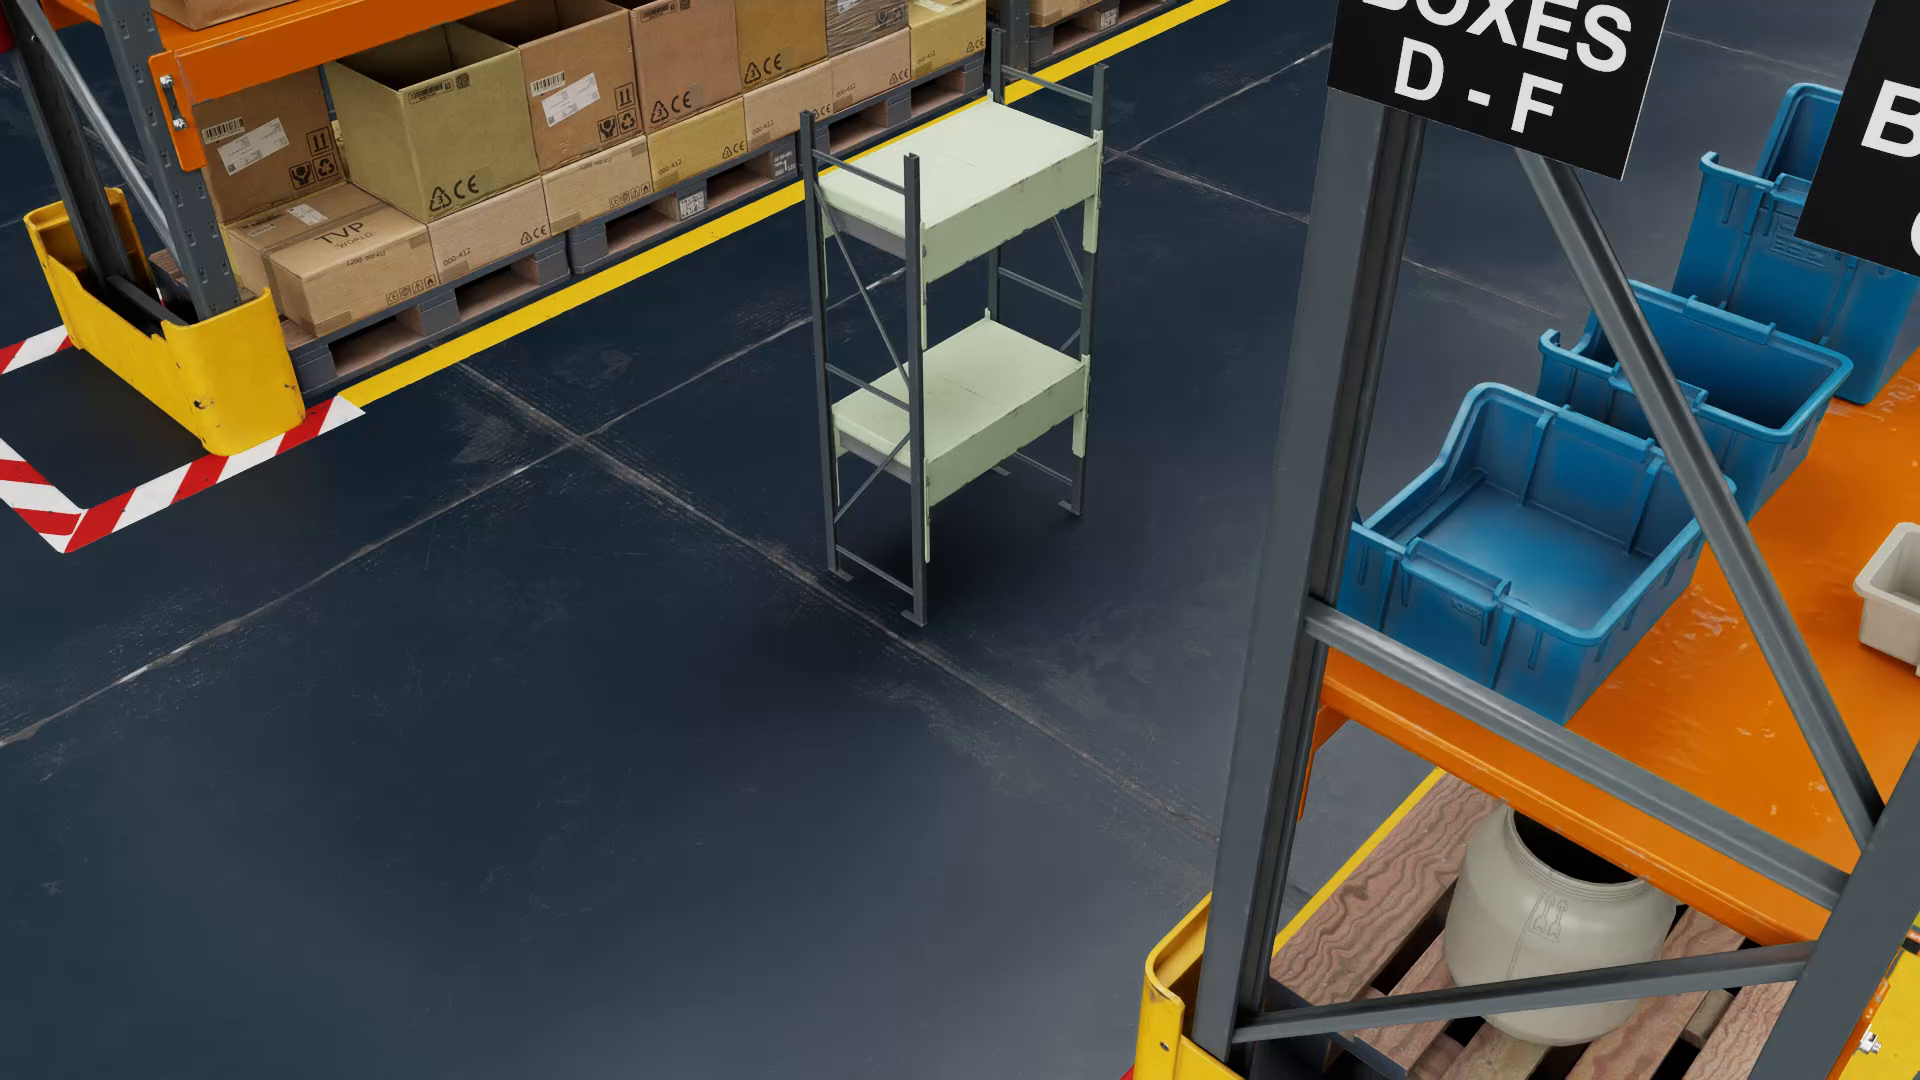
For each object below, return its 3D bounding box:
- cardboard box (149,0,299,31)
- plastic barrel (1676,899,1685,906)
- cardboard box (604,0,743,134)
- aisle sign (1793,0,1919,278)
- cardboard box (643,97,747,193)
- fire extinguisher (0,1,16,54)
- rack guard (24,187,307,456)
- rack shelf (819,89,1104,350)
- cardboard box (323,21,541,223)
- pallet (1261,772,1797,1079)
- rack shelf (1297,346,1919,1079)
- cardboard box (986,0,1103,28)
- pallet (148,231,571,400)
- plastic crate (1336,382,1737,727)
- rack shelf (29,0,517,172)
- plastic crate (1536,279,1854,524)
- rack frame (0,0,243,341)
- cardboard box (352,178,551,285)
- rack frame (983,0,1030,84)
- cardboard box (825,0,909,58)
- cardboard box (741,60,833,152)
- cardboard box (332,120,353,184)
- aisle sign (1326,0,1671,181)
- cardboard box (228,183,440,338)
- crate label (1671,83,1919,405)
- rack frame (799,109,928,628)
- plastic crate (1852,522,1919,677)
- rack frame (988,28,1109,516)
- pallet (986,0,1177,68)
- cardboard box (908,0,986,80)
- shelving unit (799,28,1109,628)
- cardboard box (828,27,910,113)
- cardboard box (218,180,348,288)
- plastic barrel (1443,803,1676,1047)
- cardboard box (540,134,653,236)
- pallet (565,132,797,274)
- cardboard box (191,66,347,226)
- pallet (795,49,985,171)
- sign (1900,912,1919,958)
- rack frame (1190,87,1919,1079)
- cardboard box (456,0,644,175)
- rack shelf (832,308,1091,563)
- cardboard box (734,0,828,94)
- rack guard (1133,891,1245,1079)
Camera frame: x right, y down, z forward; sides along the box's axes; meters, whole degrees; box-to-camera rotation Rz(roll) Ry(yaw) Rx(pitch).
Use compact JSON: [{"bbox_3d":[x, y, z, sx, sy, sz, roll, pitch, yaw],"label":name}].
[{"bbox_3d":[-2.451,-2.022,5.303,0.700,0.500,0.500,30,47,32],"label":"cardboard box"},{"bbox_3d":[1.604,0.552,3.807,0.421,0.512,0.421,0,38,0],"label":"plastic barrel"},{"bbox_3d":[-1.236,-1.997,6.620,0.500,0.500,0.500,30,47,32],"label":"cardboard box"},{"bbox_3d":[1.046,-0.554,1.448,0.394,0.787,0.004,30,47,32],"label":"aisle sign"},{"bbox_3d":[-1.236,-1.704,6.854,0.500,0.250,0.500,30,47,32],"label":"cardboard box"},{"bbox_3d":[-3.198,-1.885,5.272,0.296,0.674,0.183,30,47,32],"label":"fire extinguisher"},{"bbox_3d":[-2.792,-0.785,5.835,1.175,0.500,0.348,30,47,32],"label":"rack guard"},{"bbox_3d":[-0.004,-0.889,4.536,0.431,0.370,0.720,30,47,32],"label":"rack shelf"},{"bbox_3d":[-1.914,-1.539,6.045,0.500,0.500,0.500,30,47,32],"label":"cardboard box"},{"bbox_3d":[1.447,0.973,3.856,1.003,0.211,1.213,30,47,32],"label":"pallet"},{"bbox_3d":[2.228,-0.330,3.833,1.077,0.370,4.000,30,47,32],"label":"rack shelf"},{"bbox_3d":[0.378,-2.781,8.209,0.500,0.250,0.500,28,47,31],"label":"cardboard box"},{"bbox_3d":[-2.290,-1.052,6.403,1.003,0.211,1.213,30,47,32],"label":"pallet"},{"bbox_3d":[0.995,0.010,2.947,0.499,0.251,0.616,30,47,32],"label":"plastic crate"},{"bbox_3d":[-1.426,-2.411,6.450,1.077,0.370,4.000,30,47,32],"label":"rack shelf"},{"bbox_3d":[1.437,-0.286,3.319,0.499,0.251,0.408,30,47,32],"label":"plastic crate"},{"bbox_3d":[-2.775,-1.774,5.071,1.000,3.000,0.127,30,47,32],"label":"rack frame"},{"bbox_3d":[-1.915,-1.246,6.279,0.500,0.250,0.500,30,47,32],"label":"cardboard box"},{"bbox_3d":[-0.077,-3.612,7.382,1.000,3.000,0.127,30,47,32],"label":"rack frame"},{"bbox_3d":[-0.574,-2.464,7.208,0.500,0.500,0.500,30,47,32],"label":"cardboard box"},{"bbox_3d":[-0.899,-1.934,7.143,0.500,0.250,0.500,30,47,32],"label":"cardboard box"},{"bbox_3d":[-2.303,-1.467,6.557,0.500,0.250,0.500,30,47,32],"label":"cardboard box"},{"bbox_3d":[0.611,-0.802,1.759,0.394,0.787,0.004,30,47,32],"label":"aisle sign"},{"bbox_3d":[-2.249,-1.015,5.988,0.500,0.250,0.500,30,47,32],"label":"cardboard box"},{"bbox_3d":[1.920,-0.665,3.648,0.502,0.435,0.616,30,47,32],"label":"crate label"},{"bbox_3d":[-0.251,-0.416,4.568,0.400,1.500,0.023,30,47,32],"label":"rack frame"},{"bbox_3d":[1.720,0.135,2.882,0.298,0.136,0.250,30,47,32],"label":"plastic crate"},{"bbox_3d":[0.242,-0.752,4.991,0.400,1.500,0.023,30,47,32],"label":"rack frame"},{"bbox_3d":[0.391,-2.875,8.696,1.003,0.211,1.213,30,47,32],"label":"pallet"},{"bbox_3d":[-0.228,-2.395,7.724,0.500,0.250,0.500,30,47,32],"label":"cardboard box"},{"bbox_3d":[-0.004,-0.584,4.779,0.431,1.500,0.755,30,47,32],"label":"shelving unit"},{"bbox_3d":[-0.573,-2.169,7.440,0.500,0.250,0.500,30,47,32],"label":"cardboard box"},{"bbox_3d":[-2.632,-1.233,6.262,0.500,0.250,0.500,30,47,32],"label":"cardboard box"},{"bbox_3d":[1.266,0.782,3.517,0.421,0.512,0.421,0,38,0],"label":"plastic barrel"},{"bbox_3d":[-1.577,-1.476,6.568,0.500,0.250,0.500,30,47,32],"label":"cardboard box"},{"bbox_3d":[-1.467,-1.609,7.104,1.003,0.211,1.213,30,47,32],"label":"pallet"},{"bbox_3d":[-2.633,-1.527,6.030,0.500,0.500,0.500,30,47,32],"label":"cardboard box"},{"bbox_3d":[-0.644,-2.173,7.812,1.003,0.211,1.213,30,47,32],"label":"pallet"},{"bbox_3d":[1.281,0.432,2.074,0.100,0.325,0.005,30,47,32],"label":"sign"},{"bbox_3d":[0.881,0.309,2.451,0.949,2.616,0.053,30,47,32],"label":"rack frame"},{"bbox_3d":[-1.586,-1.774,6.341,0.500,0.500,0.500,30,47,32],"label":"cardboard box"},{"bbox_3d":[-0.005,-0.329,4.982,0.431,0.370,0.720,30,47,32],"label":"rack shelf"},{"bbox_3d":[-0.909,-2.232,6.917,0.500,0.500,0.500,30,47,32],"label":"cardboard box"},{"bbox_3d":[0.895,1.231,3.300,1.175,0.500,0.348,30,47,32],"label":"rack guard"}]
